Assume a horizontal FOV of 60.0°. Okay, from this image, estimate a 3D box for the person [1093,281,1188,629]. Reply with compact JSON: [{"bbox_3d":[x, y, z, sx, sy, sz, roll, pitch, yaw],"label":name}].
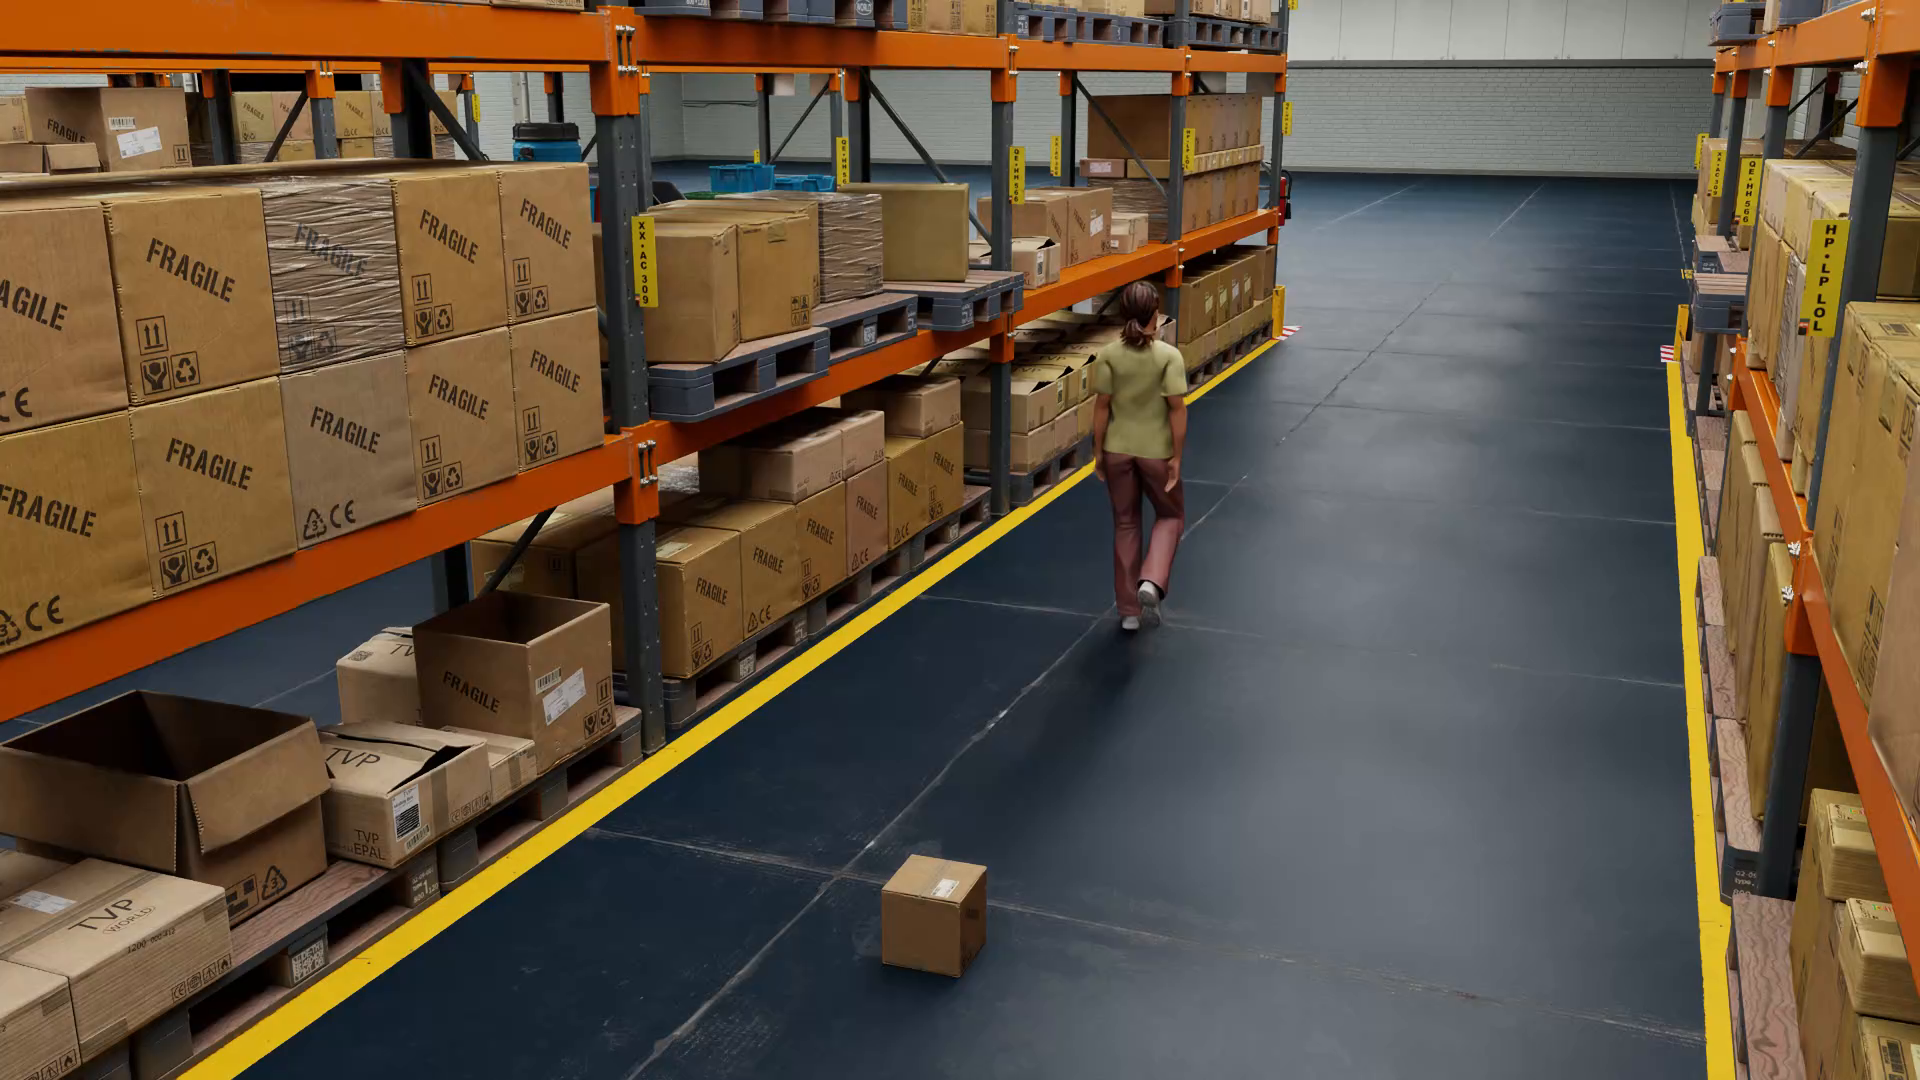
[{"bbox_3d":[0.847,-0.383,7.825,0.445,1.664,0.484,4,16,13],"label":"person"}]
